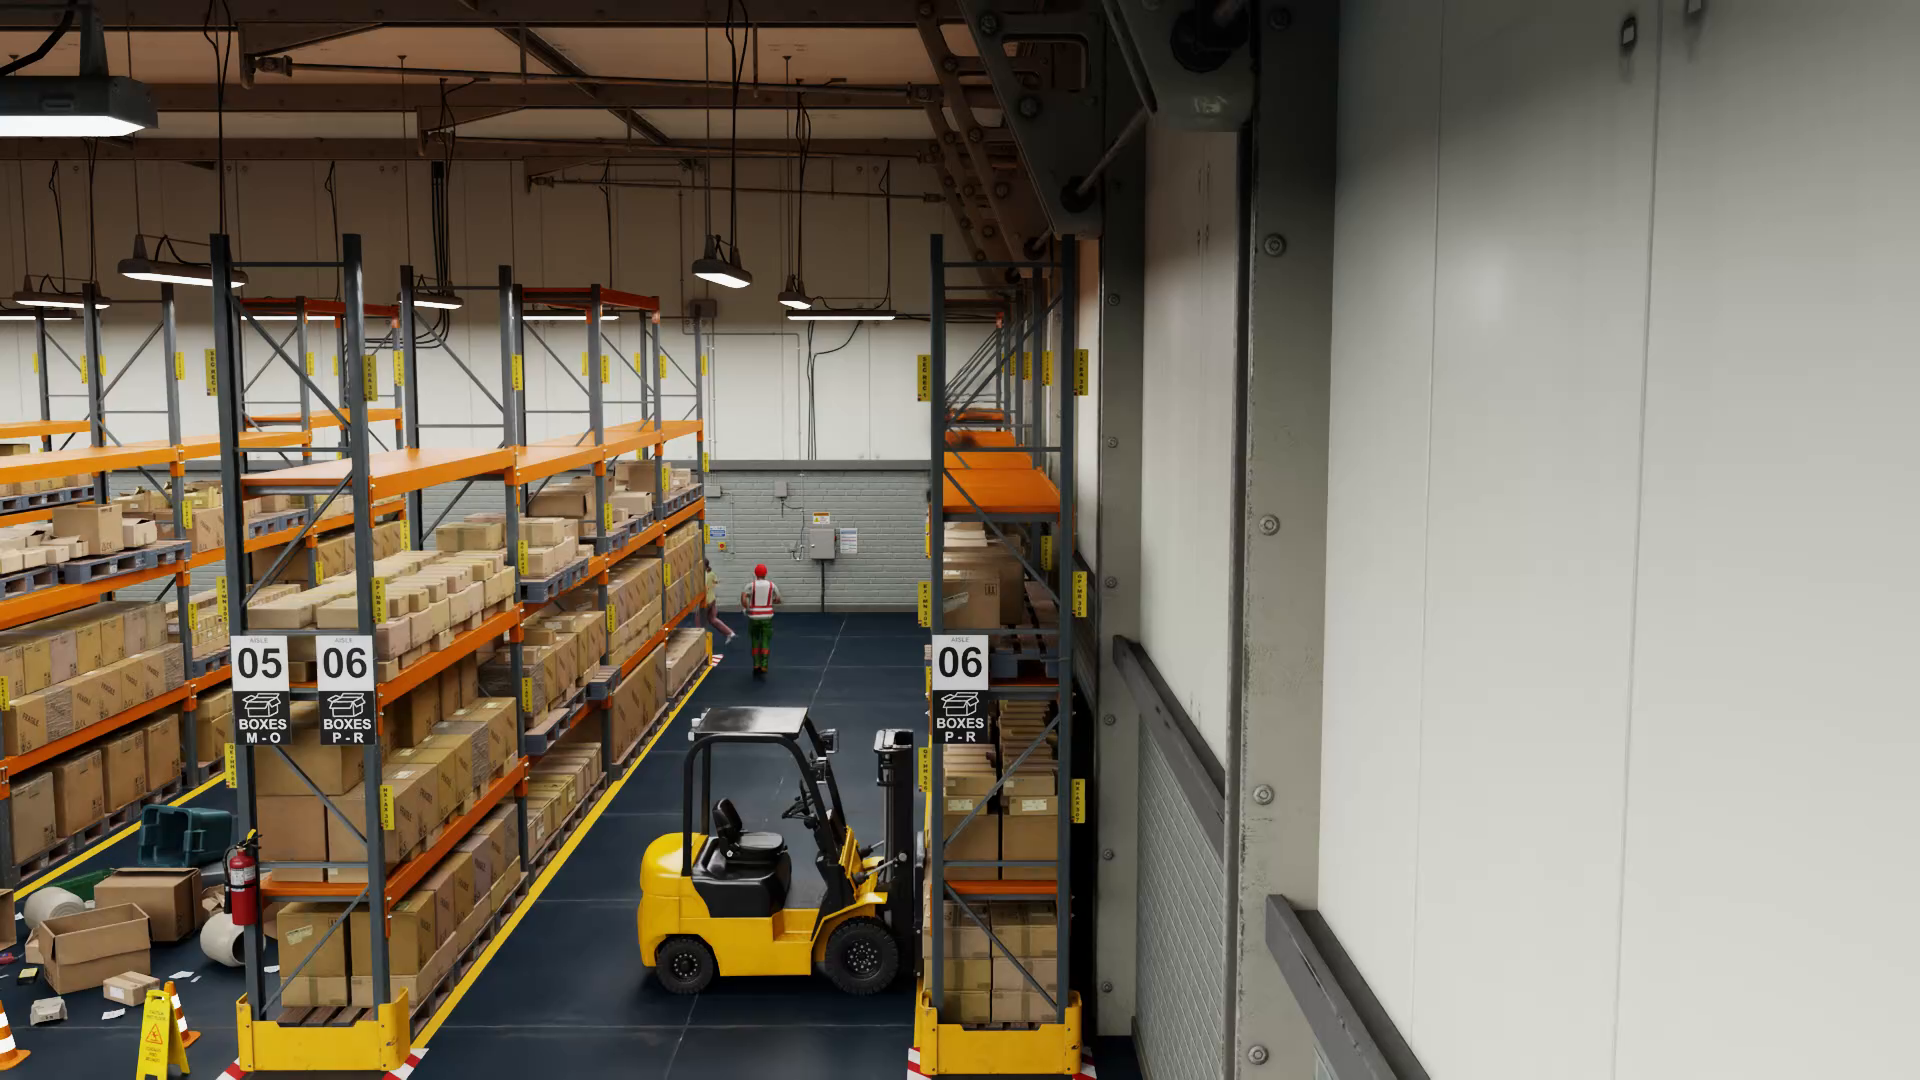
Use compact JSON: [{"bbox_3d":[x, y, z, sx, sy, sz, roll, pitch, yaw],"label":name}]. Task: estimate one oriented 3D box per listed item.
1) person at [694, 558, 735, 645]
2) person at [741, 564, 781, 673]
[{"bbox_3d":[-4.458,1.108,29.237,0.869,1.638,0.654,2,7,18],"label":"person"},{"bbox_3d":[-3.214,1.300,26.889,0.639,1.840,0.774,-1,6,-6],"label":"person"}]
